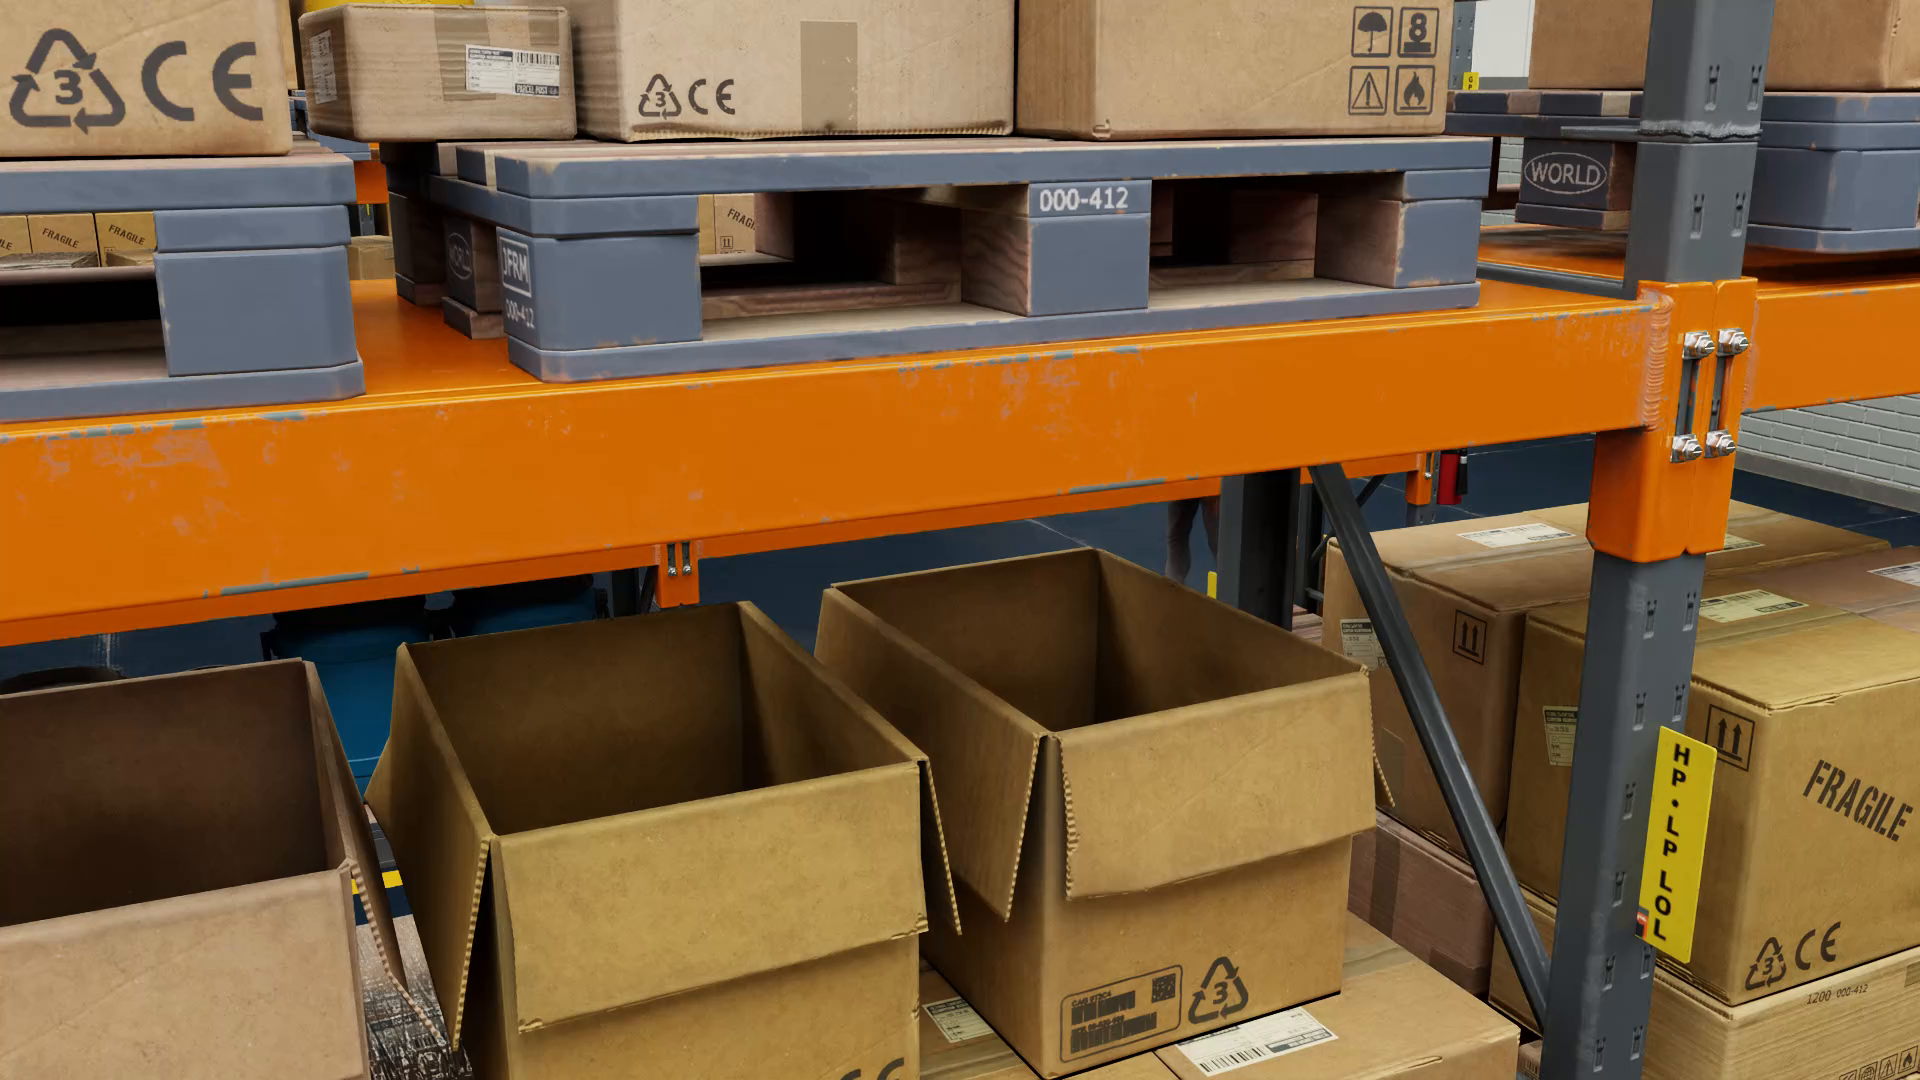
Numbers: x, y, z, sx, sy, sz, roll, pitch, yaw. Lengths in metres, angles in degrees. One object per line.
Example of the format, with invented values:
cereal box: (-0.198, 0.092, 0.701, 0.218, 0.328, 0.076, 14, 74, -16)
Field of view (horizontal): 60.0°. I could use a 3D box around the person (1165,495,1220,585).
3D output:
person: (1.232, -0.321, 8.866, 0.574, 1.582, 0.588, -8, 18, -28)
